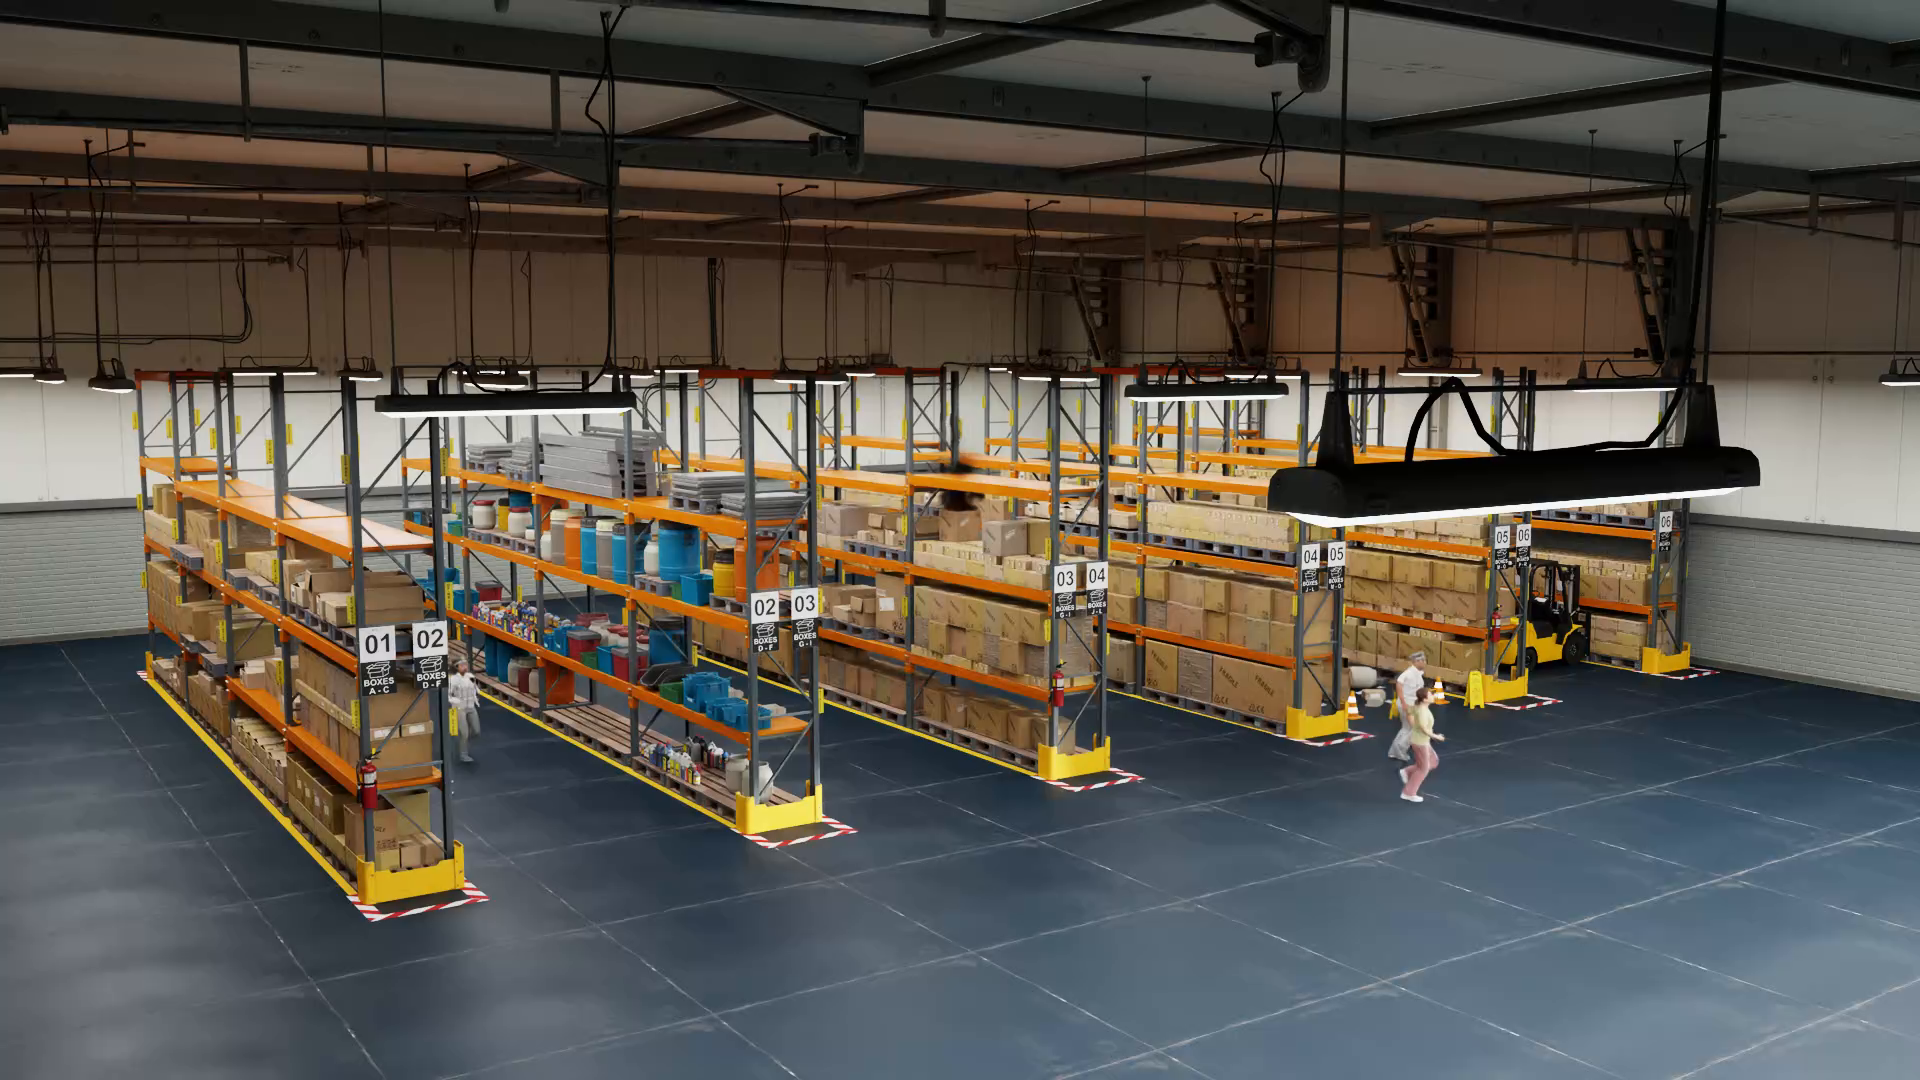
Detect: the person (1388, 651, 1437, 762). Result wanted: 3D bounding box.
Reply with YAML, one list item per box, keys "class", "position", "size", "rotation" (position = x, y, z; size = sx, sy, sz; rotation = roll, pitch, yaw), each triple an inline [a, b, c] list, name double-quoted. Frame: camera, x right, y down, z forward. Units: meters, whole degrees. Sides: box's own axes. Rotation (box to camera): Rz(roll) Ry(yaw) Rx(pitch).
- class: "person"
  position: [7.035, 2.574, 25.847]
  size: [0.697, 1.736, 0.685]
  rotation: [2, 7, 19]

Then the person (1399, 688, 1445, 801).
- class: "person"
  position: [6.539, 2.999, 23.539]
  size: [0.598, 1.396, 0.602]
  rotation: [1, 7, 9]

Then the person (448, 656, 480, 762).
- class: "person"
  position: [-7.680, 2.609, 25.765]
  size: [0.569, 1.644, 0.611]
  rotation: [6, 9, 44]
